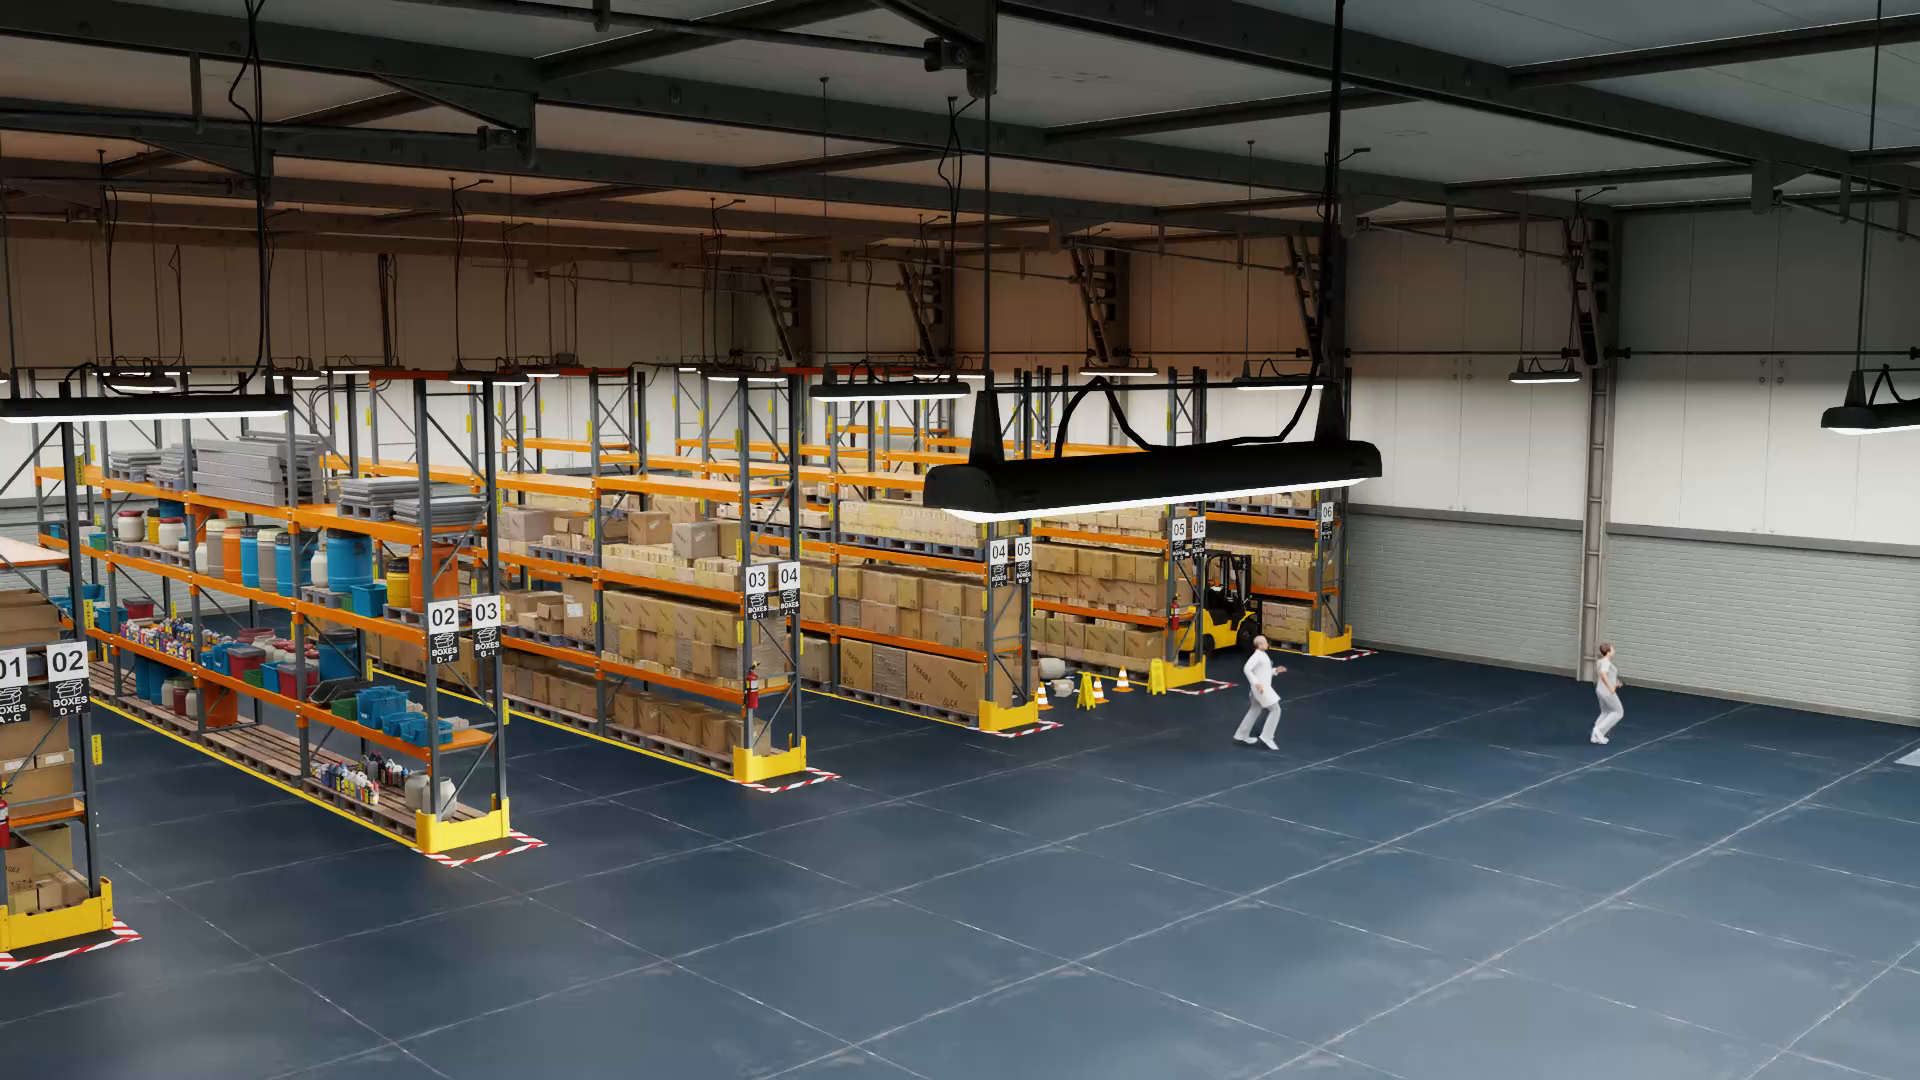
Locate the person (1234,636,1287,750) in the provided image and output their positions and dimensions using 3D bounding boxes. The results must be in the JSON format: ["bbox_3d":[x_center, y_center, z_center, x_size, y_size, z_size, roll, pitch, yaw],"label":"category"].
[{"bbox_3d":[4.824,2.448,26.665,0.823,1.840,0.661,0,6,3],"label":"person"}]

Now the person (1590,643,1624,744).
[{"bbox_3d":[10.496,2.480,26.915,0.514,1.643,0.545,0,6,1],"label":"person"}]
